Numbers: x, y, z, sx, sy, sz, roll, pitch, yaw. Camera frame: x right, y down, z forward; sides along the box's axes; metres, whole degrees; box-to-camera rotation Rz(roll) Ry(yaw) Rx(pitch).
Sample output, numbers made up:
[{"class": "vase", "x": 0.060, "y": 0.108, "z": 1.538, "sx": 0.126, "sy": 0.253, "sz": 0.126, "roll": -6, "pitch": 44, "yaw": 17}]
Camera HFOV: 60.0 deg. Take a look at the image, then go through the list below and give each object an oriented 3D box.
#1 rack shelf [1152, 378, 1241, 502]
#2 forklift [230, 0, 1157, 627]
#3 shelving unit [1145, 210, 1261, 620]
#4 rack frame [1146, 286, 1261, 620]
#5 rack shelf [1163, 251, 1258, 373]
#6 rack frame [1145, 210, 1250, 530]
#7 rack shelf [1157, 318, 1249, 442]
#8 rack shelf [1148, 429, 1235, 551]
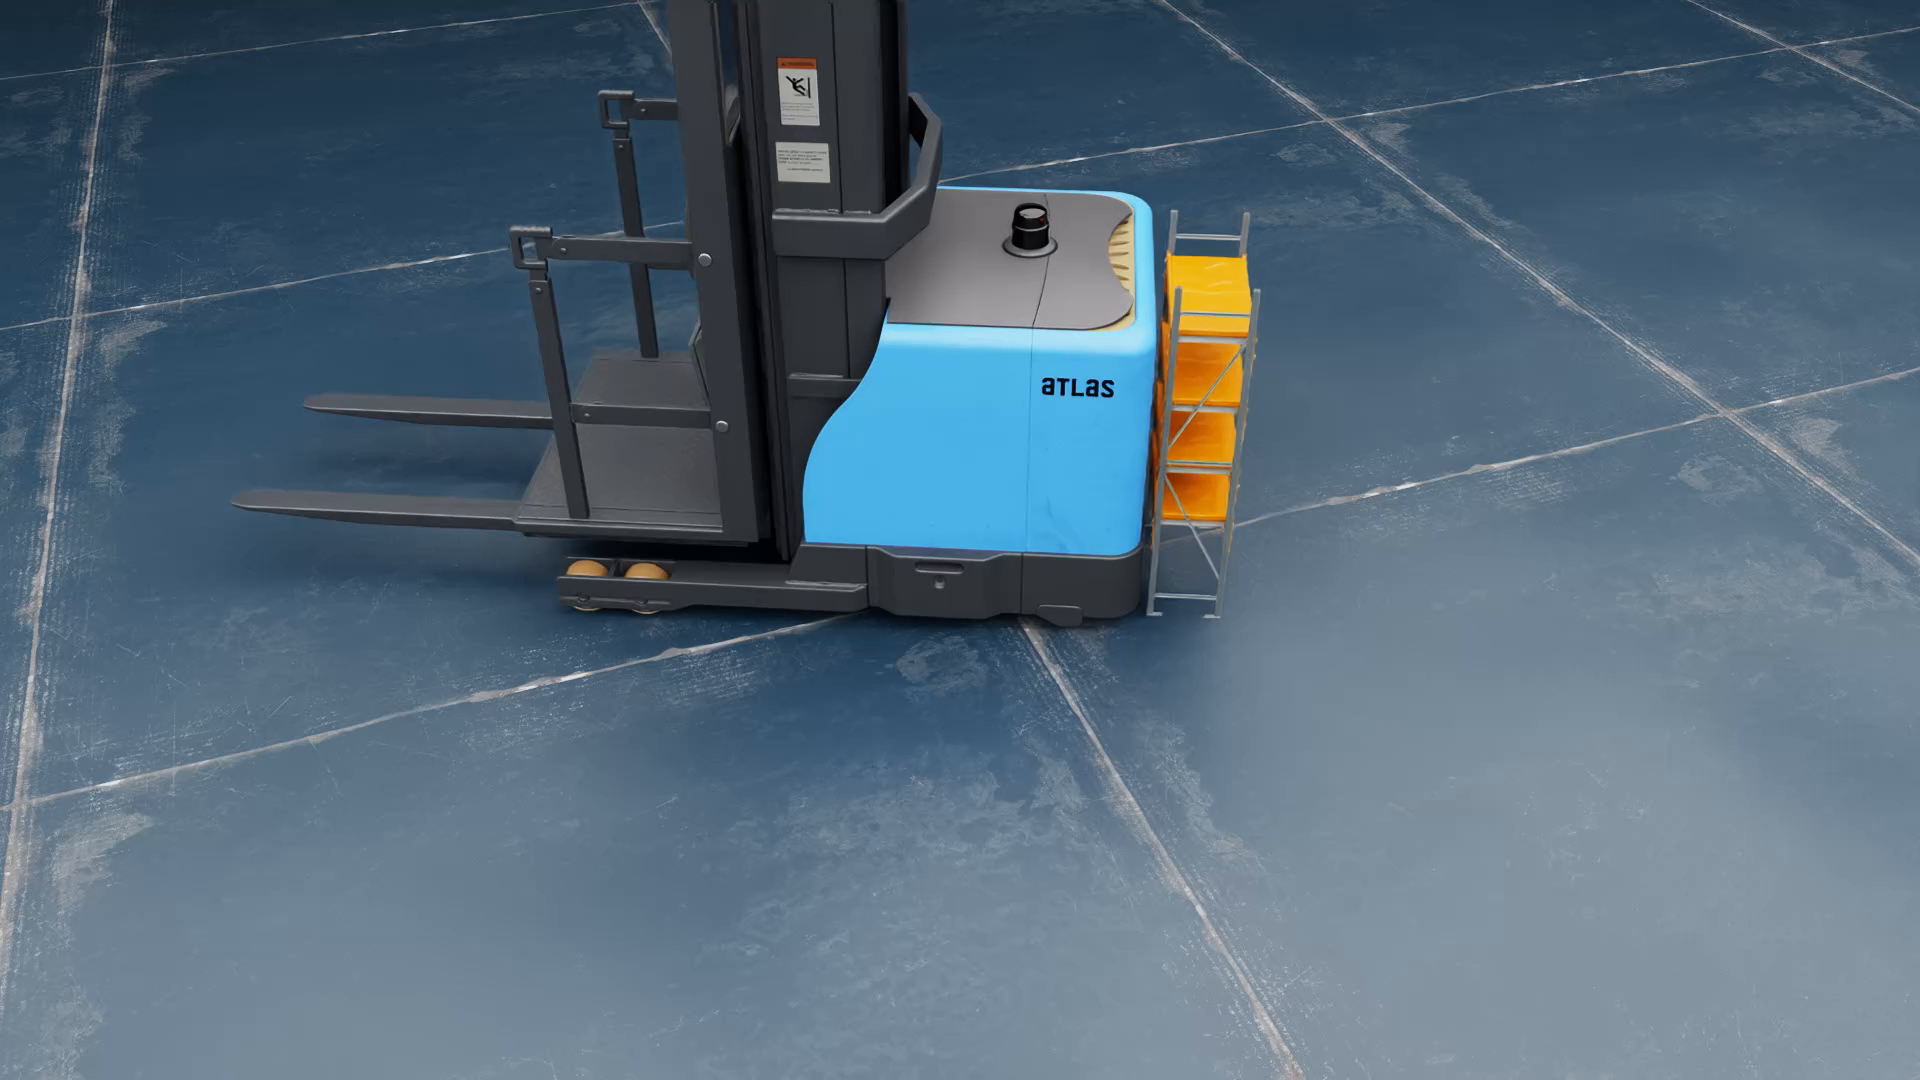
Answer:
[{"class": "rack shelf", "x": 0.747, "y": -0.323, "z": 5.293, "sx": 0.258, "sy": 0.148, "sz": 0.480, "roll": 3, "pitch": 37, "yaw": 3}, {"class": "forklift", "x": -0.898, "y": -1.243, "z": 4.965, "sx": 3.031, "sy": 2.935, "sz": 1.130, "roll": 3, "pitch": 37, "yaw": 4}, {"class": "shelving unit", "x": 0.747, "y": -0.377, "z": 5.253, "sx": 0.258, "sy": 1.200, "sz": 0.503, "roll": 3, "pitch": 37, "yaw": 3}, {"class": "rack frame", "x": 0.728, "y": -0.230, "z": 5.058, "sx": 0.240, "sy": 1.200, "sz": 0.015, "roll": 3, "pitch": 37, "yaw": 3}, {"class": "rack shelf", "x": 0.747, "y": -0.691, "z": 5.016, "sx": 0.258, "sy": 0.148, "sz": 0.480, "roll": 3, "pitch": 37, "yaw": 3}, {"class": "rack frame", "x": 0.766, "y": -0.523, "z": 5.447, "sx": 0.240, "sy": 1.200, "sz": 0.015, "roll": 3, "pitch": 37, "yaw": 3}, {"class": "rack shelf", "x": 0.747, "y": -0.502, "z": 5.159, "sx": 0.258, "sy": 0.148, "sz": 0.480, "roll": 3, "pitch": 37, "yaw": 3}, {"class": "rack shelf", "x": 0.747, "y": -0.164, "z": 5.413, "sx": 0.258, "sy": 0.148, "sz": 0.480, "roll": 3, "pitch": 37, "yaw": 3}]
